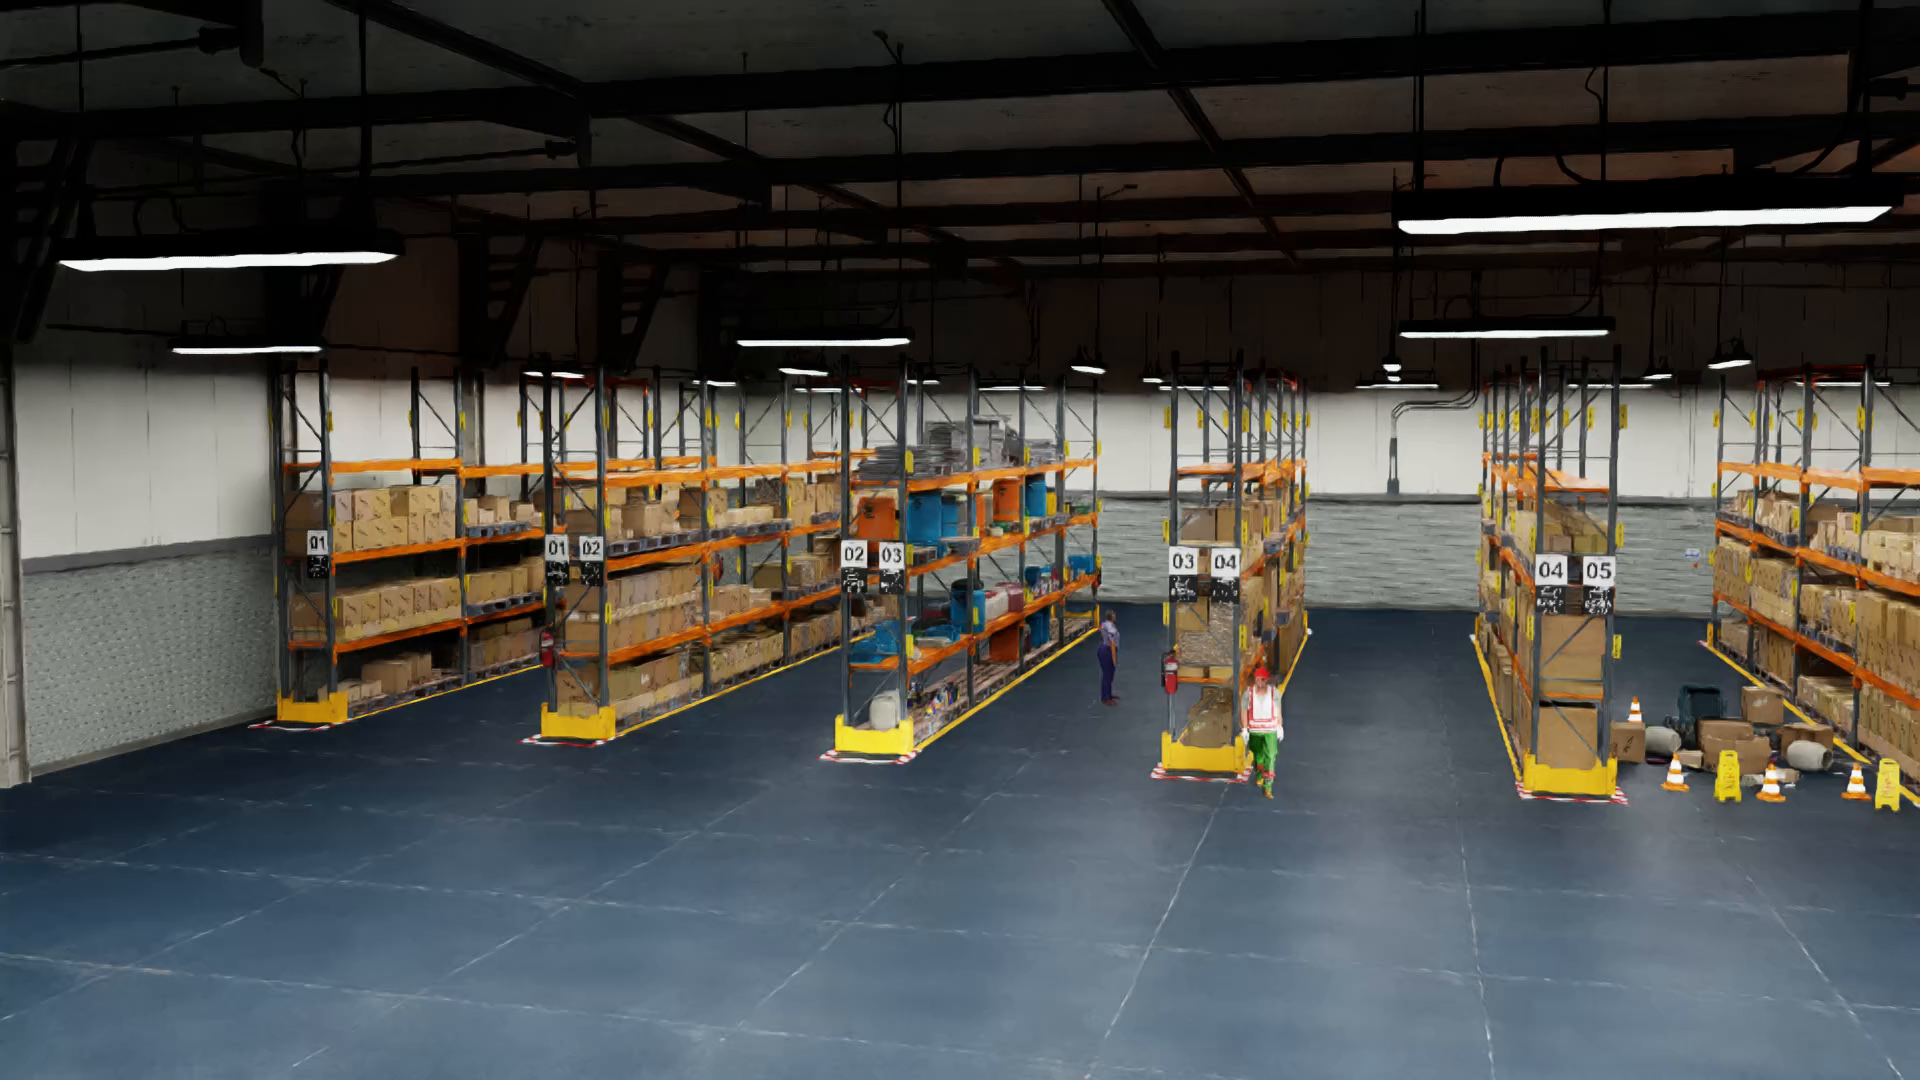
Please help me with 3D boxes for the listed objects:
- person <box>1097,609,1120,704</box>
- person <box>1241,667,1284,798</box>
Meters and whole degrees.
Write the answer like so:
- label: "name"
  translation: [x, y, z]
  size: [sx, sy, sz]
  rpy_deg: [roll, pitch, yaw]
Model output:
- label: "person"
  translation: [2.674, 2.049, 29.450]
  size: [0.445, 1.658, 0.569]
  rpy_deg: [-1, 4, -15]
- label: "person"
  translation: [4.032, 2.526, 22.249]
  size: [0.553, 1.693, 1.123]
  rpy_deg: [1, 4, 17]
